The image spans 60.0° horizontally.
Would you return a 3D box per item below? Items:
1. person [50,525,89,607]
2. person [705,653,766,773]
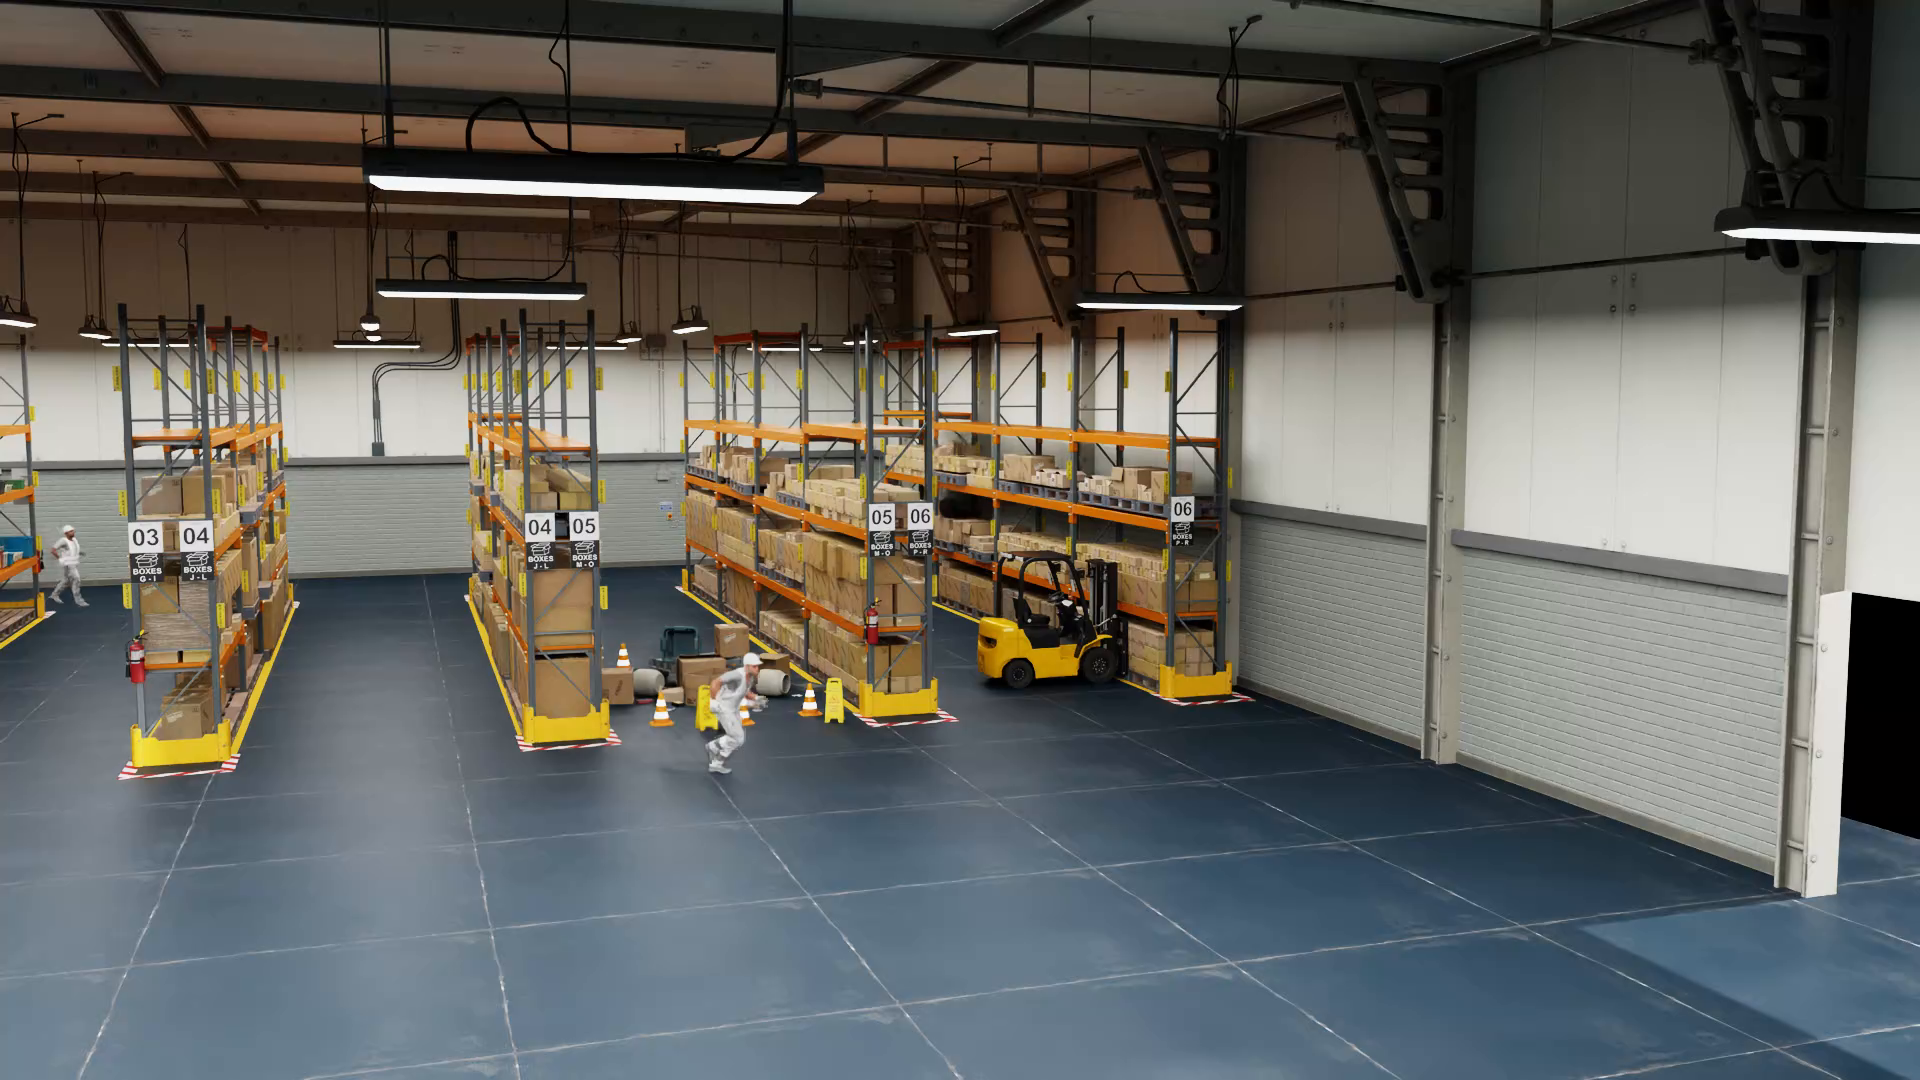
[{"bbox_3d":[-19.888,0.574,37.098,0.892,1.816,0.674,-1,5,-6],"label":"person"},{"bbox_3d":[-2.885,2.213,21.155,0.825,1.592,0.694,2,6,22],"label":"person"}]
